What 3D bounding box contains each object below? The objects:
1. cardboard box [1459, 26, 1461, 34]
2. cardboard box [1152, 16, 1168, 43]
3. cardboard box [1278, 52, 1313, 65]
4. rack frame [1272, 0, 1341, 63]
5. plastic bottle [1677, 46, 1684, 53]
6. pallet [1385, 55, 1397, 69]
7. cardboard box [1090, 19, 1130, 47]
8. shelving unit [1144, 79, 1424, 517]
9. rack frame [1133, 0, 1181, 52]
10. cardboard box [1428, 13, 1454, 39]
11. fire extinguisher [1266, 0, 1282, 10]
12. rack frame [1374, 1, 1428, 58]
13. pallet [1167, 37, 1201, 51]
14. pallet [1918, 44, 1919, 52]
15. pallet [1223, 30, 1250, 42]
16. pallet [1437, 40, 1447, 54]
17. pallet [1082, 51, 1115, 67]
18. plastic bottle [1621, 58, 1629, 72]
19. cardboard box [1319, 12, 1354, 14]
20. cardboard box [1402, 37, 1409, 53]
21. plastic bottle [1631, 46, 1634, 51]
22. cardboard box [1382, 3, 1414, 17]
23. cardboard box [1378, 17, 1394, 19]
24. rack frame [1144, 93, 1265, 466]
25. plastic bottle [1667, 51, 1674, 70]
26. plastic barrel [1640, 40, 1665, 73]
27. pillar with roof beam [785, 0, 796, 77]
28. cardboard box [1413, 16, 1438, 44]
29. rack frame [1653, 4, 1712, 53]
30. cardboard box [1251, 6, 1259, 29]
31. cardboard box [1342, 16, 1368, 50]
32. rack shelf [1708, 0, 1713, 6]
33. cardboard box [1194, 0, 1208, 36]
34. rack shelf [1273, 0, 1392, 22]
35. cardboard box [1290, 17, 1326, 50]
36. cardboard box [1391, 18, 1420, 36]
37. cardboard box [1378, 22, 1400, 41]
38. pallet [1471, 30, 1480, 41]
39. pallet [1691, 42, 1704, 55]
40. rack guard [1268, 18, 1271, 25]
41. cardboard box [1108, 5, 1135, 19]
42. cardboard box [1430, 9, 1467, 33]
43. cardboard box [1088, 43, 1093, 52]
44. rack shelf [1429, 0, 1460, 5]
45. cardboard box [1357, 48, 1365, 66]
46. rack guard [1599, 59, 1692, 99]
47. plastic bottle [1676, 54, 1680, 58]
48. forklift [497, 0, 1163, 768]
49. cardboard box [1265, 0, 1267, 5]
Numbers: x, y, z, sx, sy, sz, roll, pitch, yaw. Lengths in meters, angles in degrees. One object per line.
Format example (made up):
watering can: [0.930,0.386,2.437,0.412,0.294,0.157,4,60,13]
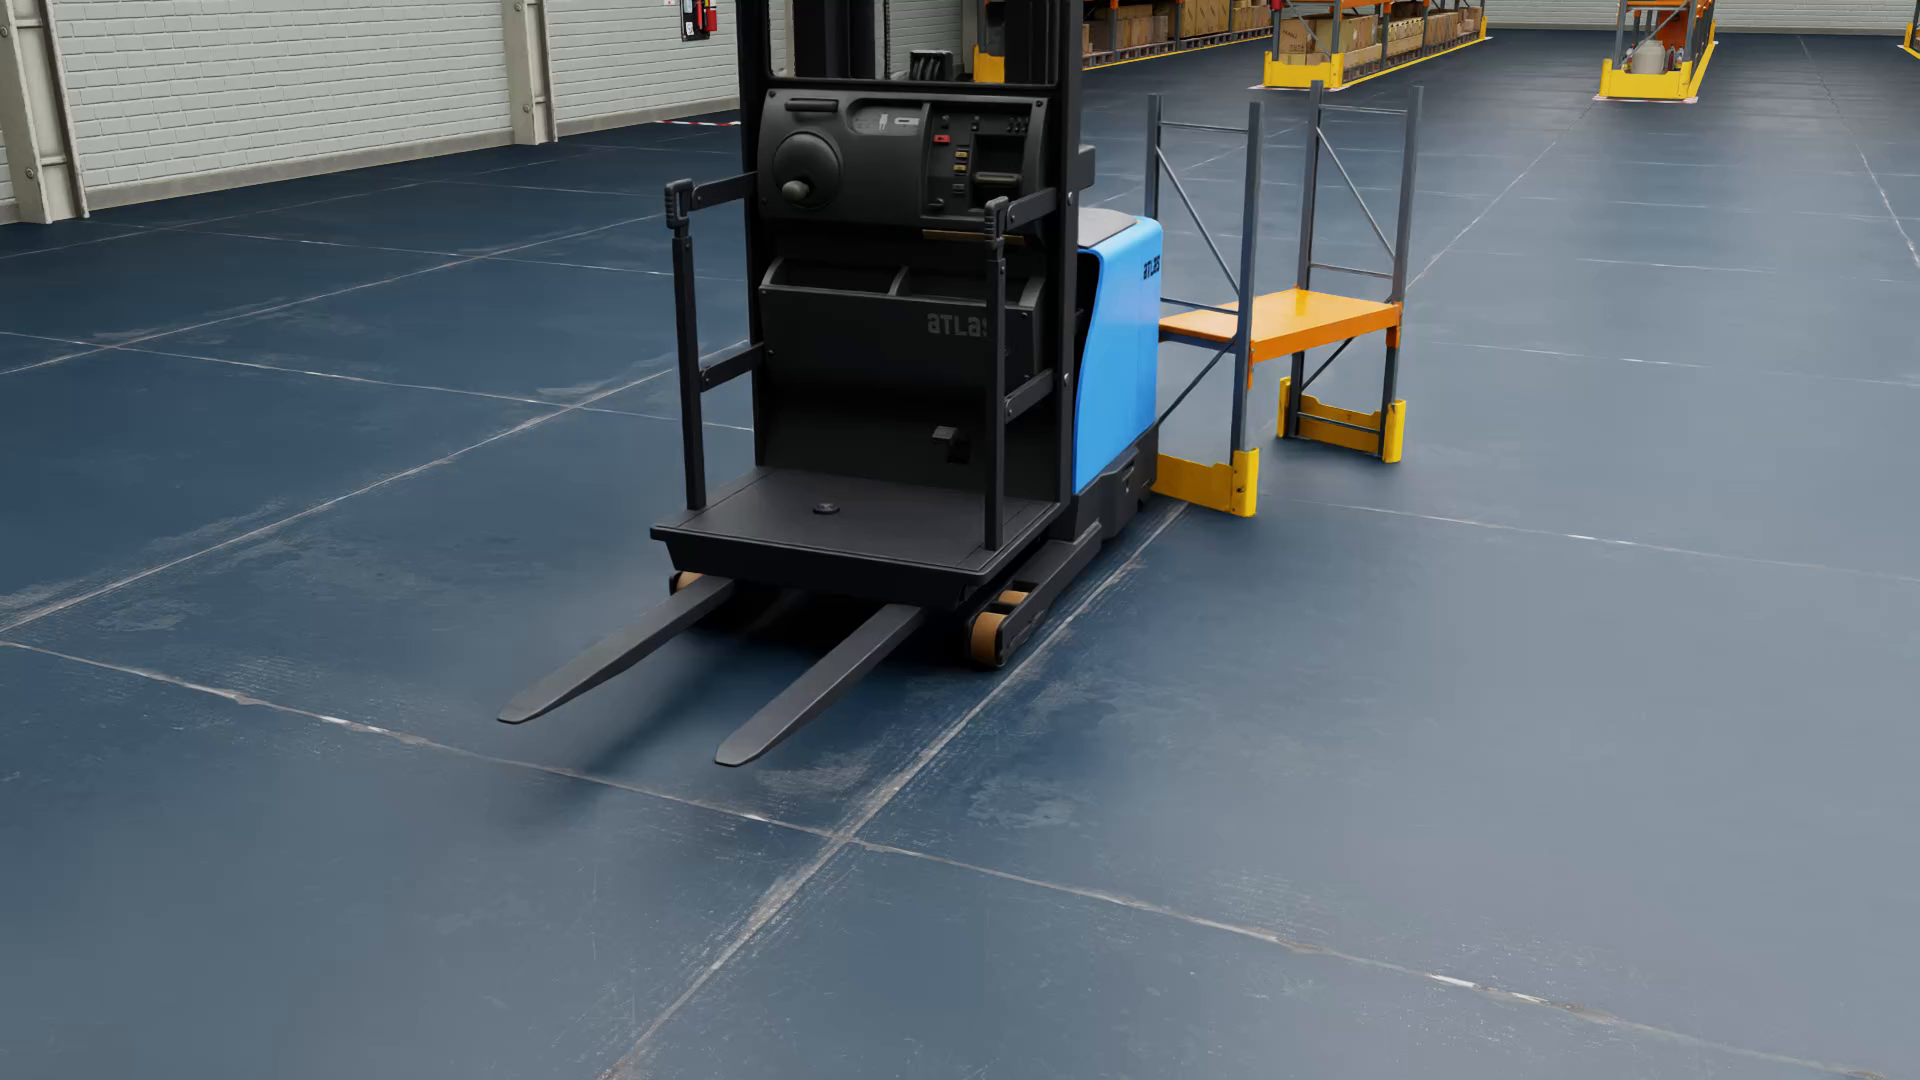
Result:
cardboard box: [10.916,-11.329,36.920,0.380,0.166,0.250,9,21,23]
cardboard box: [3.796,-10.350,33.670,0.700,0.500,0.500,9,21,23]
cardboard box: [5.238,-7.531,26.145,0.500,0.250,0.500,9,21,23]
rack frame: [5.288,-8.424,25.179,1.000,3.000,0.127,9,21,23]
plastic bottle: [11.232,-7.531,25.966,0.144,0.351,0.185,8,21,22]
pallet: [7.192,-8.563,29.733,1.003,0.211,1.213,9,21,23]
cardboard box: [2.857,-9.747,31.973,0.700,0.500,0.500,8,21,22]
shelving unit: [1.246,-0.986,6.504,1.083,1.500,0.587,-18,26,-41]
rack frame: [4.043,-11.548,33.964,1.000,3.000,0.127,9,21,23]
cardboard box: [10.051,-10.782,34.883,0.500,0.500,0.500,9,21,23]
fire extinguisher: [4.816,-8.415,25.270,0.296,0.674,0.183,9,21,23]
rack frame: [8.564,-10.869,32.056,1.000,3.000,0.127,9,21,23]
pallet: [4.435,-10.465,35.080,1.003,0.211,1.213,9,21,23]
pallet: [20.119,-10.014,33.812,1.003,0.211,1.213,9,21,23]
pallet: [6.064,-11.679,38.493,1.003,0.211,1.213,9,21,23]
pallet: [9.405,-10.150,34.195,1.003,0.211,1.213,9,21,23]
pallet: [2.162,-8.801,30.402,1.003,0.211,1.213,9,21,23]
plastic bottle: [10.158,-7.254,25.408,0.097,0.201,0.097,0,20,0]
cardboard box: [6.450,-8.804,28.604,0.500,0.500,0.500,9,21,23]
cardboard box: [7.947,-9.109,30.581,0.500,0.250,0.500,9,21,24]
plastic bottle: [10.483,-7.548,26.012,0.144,0.351,0.185,8,21,22]
cardboard box: [8.752,-10.588,33.220,0.500,0.250,0.500,9,22,25]
cardboard box: [8.082,-9.916,32.015,0.500,0.311,0.500,9,22,25]
rack frame: [0.873,-0.866,6.166,0.032,1.500,0.500,-18,26,-41]
plastic bottle: [11.064,-7.465,25.880,0.061,0.283,0.133,9,21,23]
plastic barrel: [10.211,-7.134,24.637,0.421,0.512,0.421,0,20,0]
pillar with roof beam: [1.735,-9.837,20.199,9.100,9.000,0.400,9,21,23]
cardboard box: [9.220,-10.160,33.134,0.500,0.500,0.500,8,21,21]
rack frame: [14.719,-11.411,33.580,1.000,3.000,0.127,9,21,23]
cardboard box: [6.714,-12.479,39.686,0.700,0.500,0.500,8,21,21]
cardboard box: [6.327,-8.271,27.107,0.500,0.500,0.500,9,21,23]
rack shelf: [13.900,-10.461,31.981,1.077,0.370,4.000,9,21,23]
cardboard box: [4.829,-11.207,35.586,0.750,0.750,0.750,8,21,22]
rack shelf: [6.107,-8.696,27.019,1.077,0.370,4.000,9,21,23]
cardboard box: [5.632,-8.192,26.885,0.500,0.500,0.500,9,21,23]
cardboard box: [8.367,-9.682,31.358,0.500,0.311,0.500,8,21,22]
cardboard box: [7.532,-9.058,29.601,0.500,0.311,0.500,8,21,22]
pallet: [11.483,-11.734,38.649,1.003,0.211,1.213,9,21,23]
pallet: [14.365,-9.867,33.400,1.003,0.211,1.213,9,21,23]
rack guard: [7.329,-12.823,41.280,1.175,0.500,0.348,9,21,23]
cardboard box: [3.078,-10.230,32.213,0.500,0.250,0.500,8,21,21]
cardboard box: [10.967,-11.698,37.456,0.797,0.503,0.637,9,21,23]
cardboard box: [2.213,-9.030,30.455,0.380,0.166,0.250,6,20,16]
rack shelf: [9.383,-11.142,33.895,1.077,0.370,4.000,9,21,23]
cardboard box: [6.326,-7.918,27.233,0.500,0.250,0.500,9,21,23]
rack guard: [9.794,-6.595,23.767,1.175,0.500,0.348,9,21,23]
plastic bottle: [10.973,-7.281,25.381,0.097,0.271,0.097,0,20,0]
forklift: [-0.263,-1.162,4.862,1.130,2.935,3.031,8,21,21]
cardboard box: [7.237,-13.027,40.259,0.380,0.149,0.250,8,21,22]
